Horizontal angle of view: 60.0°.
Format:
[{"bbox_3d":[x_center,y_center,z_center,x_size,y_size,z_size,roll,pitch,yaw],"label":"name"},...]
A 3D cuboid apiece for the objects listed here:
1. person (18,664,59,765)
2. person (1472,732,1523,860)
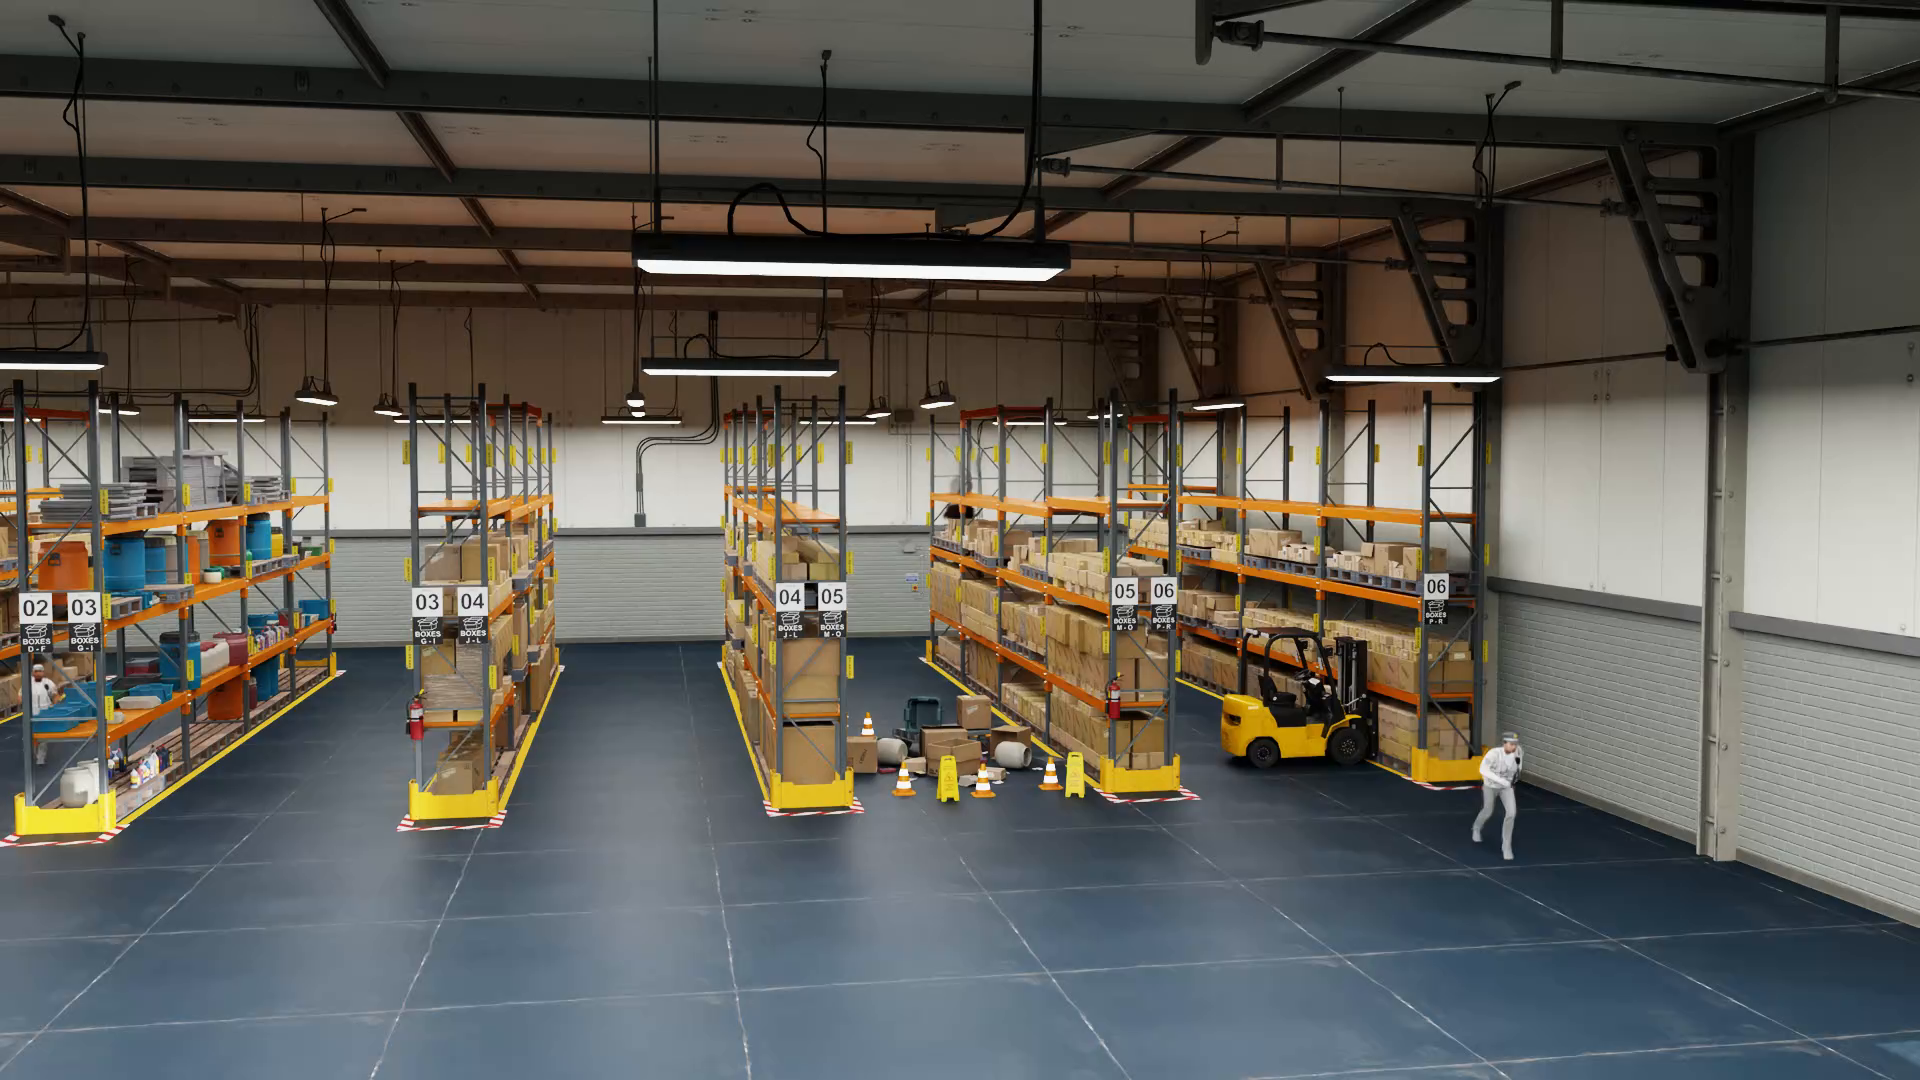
[{"bbox_3d":[-14.966,2.822,27.023,0.595,1.622,0.561,-2,3,-31],"label":"person"},{"bbox_3d":[6.774,3.170,21.010,0.658,1.625,0.966,-1,3,-12],"label":"person"}]
